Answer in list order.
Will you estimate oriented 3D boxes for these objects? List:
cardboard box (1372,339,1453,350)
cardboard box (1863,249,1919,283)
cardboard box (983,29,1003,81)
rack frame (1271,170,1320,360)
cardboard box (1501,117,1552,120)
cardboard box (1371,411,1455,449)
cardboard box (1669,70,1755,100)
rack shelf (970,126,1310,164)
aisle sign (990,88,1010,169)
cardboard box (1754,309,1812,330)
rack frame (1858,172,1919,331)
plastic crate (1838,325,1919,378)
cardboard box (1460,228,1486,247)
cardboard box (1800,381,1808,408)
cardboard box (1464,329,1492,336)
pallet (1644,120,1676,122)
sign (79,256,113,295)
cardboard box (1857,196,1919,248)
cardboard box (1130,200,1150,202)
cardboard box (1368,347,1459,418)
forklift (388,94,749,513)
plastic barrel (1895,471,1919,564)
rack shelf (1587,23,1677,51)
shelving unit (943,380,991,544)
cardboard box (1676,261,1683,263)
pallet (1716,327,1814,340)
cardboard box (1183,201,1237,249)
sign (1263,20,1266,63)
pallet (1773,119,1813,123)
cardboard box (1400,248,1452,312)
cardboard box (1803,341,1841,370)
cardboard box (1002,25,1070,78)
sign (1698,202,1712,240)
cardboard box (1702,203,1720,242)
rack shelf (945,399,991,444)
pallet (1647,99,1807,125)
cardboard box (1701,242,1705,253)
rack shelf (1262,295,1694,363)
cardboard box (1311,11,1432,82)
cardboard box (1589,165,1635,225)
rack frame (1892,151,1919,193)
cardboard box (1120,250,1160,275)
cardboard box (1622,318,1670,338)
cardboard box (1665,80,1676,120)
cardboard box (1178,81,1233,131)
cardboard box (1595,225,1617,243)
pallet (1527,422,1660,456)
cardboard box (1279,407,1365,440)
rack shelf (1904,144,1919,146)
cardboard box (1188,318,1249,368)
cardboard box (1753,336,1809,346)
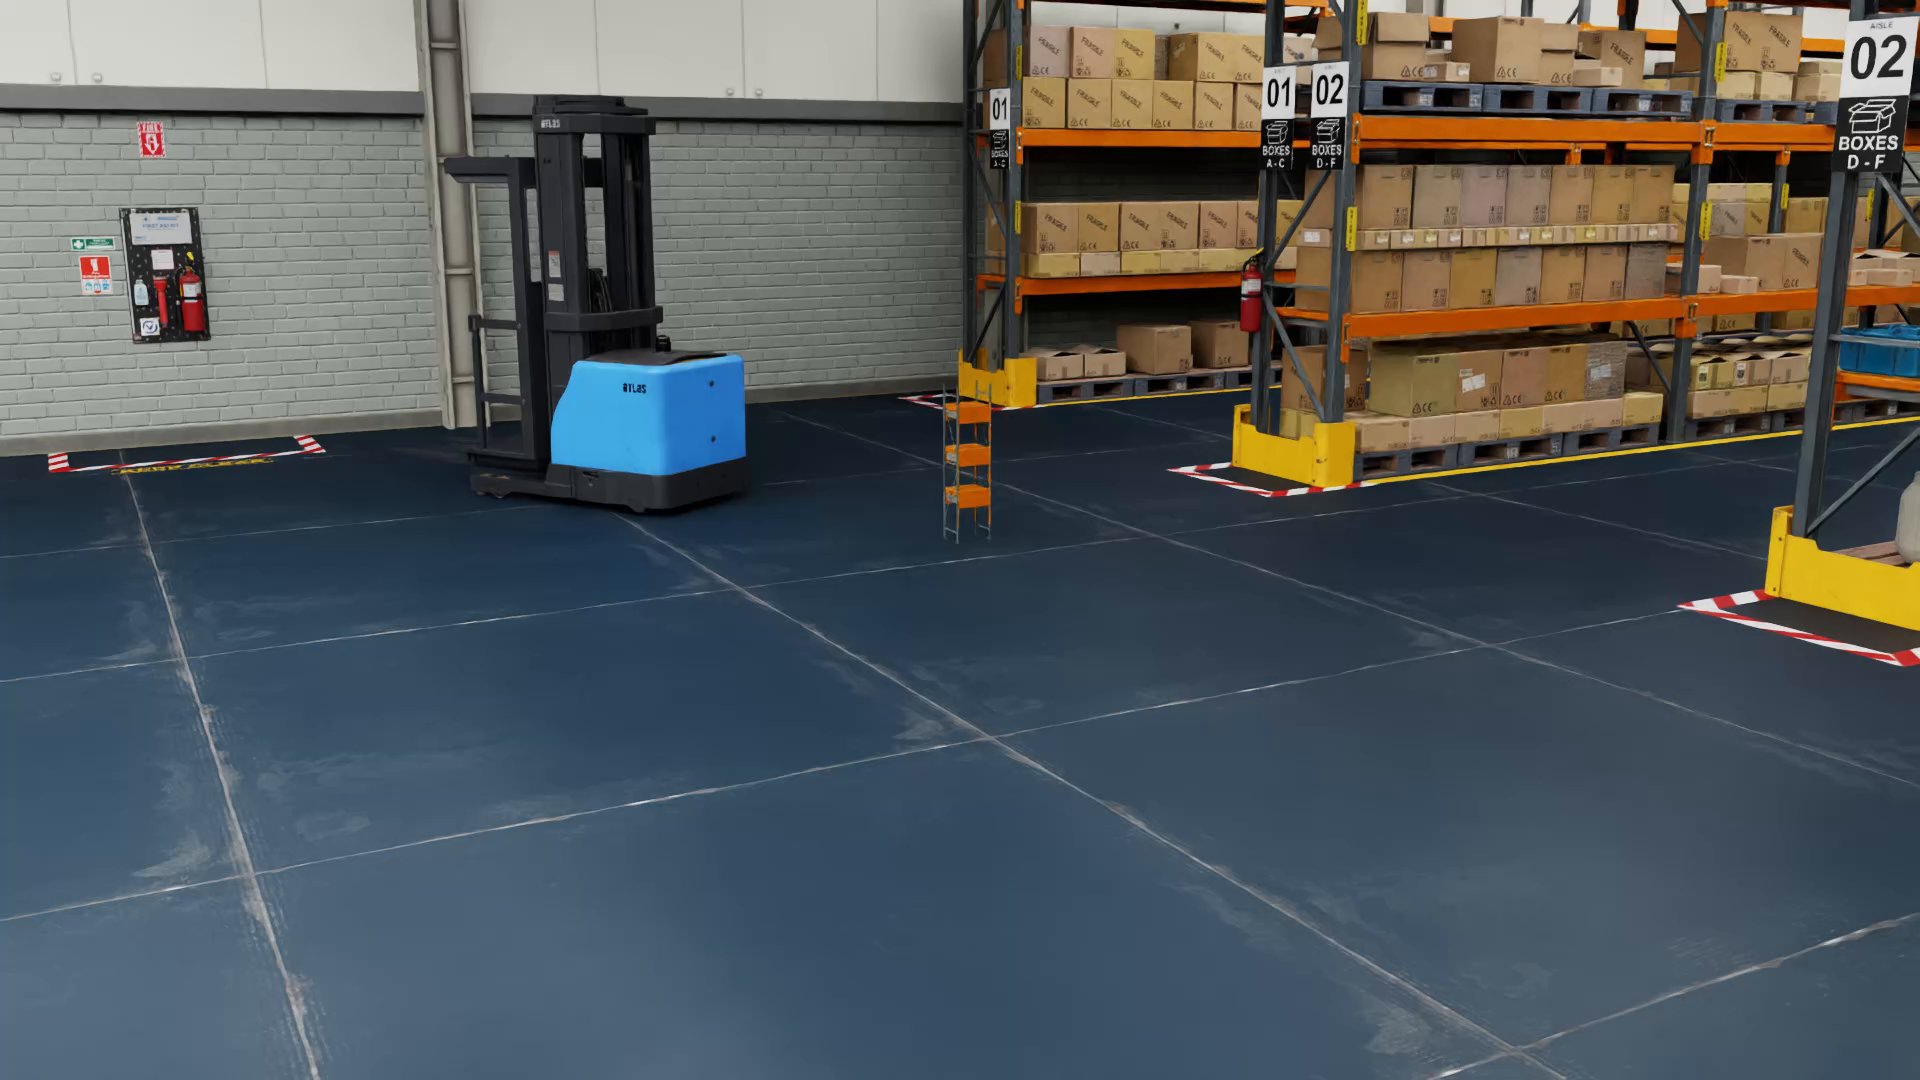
[{"bbox_3d":[3.898,-1.450,14.319,0.500,0.500,0.500,-7,14,-28],"label":"cardboard box"},{"bbox_3d":[9.381,-2.767,16.777,0.500,0.311,0.500,-6,14,-24],"label":"cardboard box"},{"bbox_3d":[0.576,-5.059,17.373,0.500,0.500,0.500,-6,14,-25],"label":"cardboard box"},{"bbox_3d":[3.833,-3.374,19.270,0.127,3.000,1.000,-7,14,-28],"label":"rack frame"},{"bbox_3d":[6.842,-5.097,20.250,0.500,0.311,0.500,-7,14,-28],"label":"cardboard box"},{"bbox_3d":[3.714,-0.929,13.713,0.500,0.250,0.500,-7,14,-28],"label":"cardboard box"},{"bbox_3d":[6.756,-4.078,14.951,0.500,0.250,0.500,-5,14,-22],"label":"cardboard box"},{"bbox_3d":[2.078,-4.276,18.085,4.000,0.370,1.077,-7,14,-28],"label":"rack shelf"},{"bbox_3d":[0.403,-4.156,16.824,0.004,0.787,0.394,-7,14,-28],"label":"aisle sign"},{"bbox_3d":[11.561,-3.260,23.500,0.500,0.500,0.700,-7,14,-27],"label":"cardboard box"},{"bbox_3d":[9.721,-2.841,16.899,0.127,3.000,1.000,-7,14,-28],"label":"rack frame"},{"bbox_3d":[5.365,-1.082,9.423,0.616,0.251,0.499,-7,14,-28],"label":"plastic crate"},{"bbox_3d":[4.052,-2.473,13.561,0.250,0.149,0.380,-7,15,-30],"label":"cardboard box"},{"bbox_3d":[8.033,-1.440,15.981,0.500,0.250,0.500,-7,14,-27],"label":"cardboard box"},{"bbox_3d":[6.230,-2.672,20.843,0.500,0.500,0.700,-7,14,-28],"label":"cardboard box"},{"bbox_3d":[8.864,-5.362,21.703,1.213,0.211,1.003,-6,14,-25],"label":"pallet"},{"bbox_3d":[-7.466,-2.289,14.367,0.234,0.329,0.001,-7,14,-28],"label":"sign"},{"bbox_3d":[13.290,-4.649,24.250,0.700,0.700,0.980,-7,14,-28],"label":"cardboard box"},{"bbox_3d":[1.975,-3.506,18.442,0.500,0.500,0.500,-7,14,-27],"label":"cardboard box"},{"bbox_3d":[3.715,-1.295,13.629,0.500,0.500,0.500,-7,14,-28],"label":"cardboard box"},{"bbox_3d":[-3.121,-1.837,12.597,3.031,2.935,1.130,7,15,30],"label":"forklift"},{"bbox_3d":[5.610,-0.119,9.517,0.421,0.512,0.421,0,13,0],"label":"plastic barrel"},{"bbox_3d":[9.100,-6.386,21.539,4.000,0.370,1.077,-7,14,-28],"label":"rack shelf"},{"bbox_3d":[0.047,-0.518,11.019,0.252,1.050,0.215,-7,14,-28],"label":"shelving unit"},{"bbox_3d":[6.894,-2.482,15.613,0.258,0.266,0.396,-7,15,-29],"label":"cardboard box"},{"bbox_3d":[11.560,-2.920,23.604,1.213,0.211,1.003,-7,14,-28],"label":"pallet"},{"bbox_3d":[2.684,-3.463,18.252,0.500,0.500,0.500,-7,15,-29],"label":"cardboard box"},{"bbox_3d":[2.452,-3.962,13.213,0.005,0.325,0.100,-7,14,-28],"label":"sign"},{"bbox_3d":[11.578,-5.720,23.063,1.213,0.211,1.003,-7,14,-28],"label":"pallet"},{"bbox_3d":[3.574,-2.151,13.606,0.500,0.500,0.700,-6,14,-26],"label":"cardboard box"},{"bbox_3d":[8.482,-1.767,16.156,0.500,0.311,0.500,-7,14,-28],"label":"cardboard box"},{"bbox_3d":[0.777,-4.957,16.920,0.500,0.500,0.500,-8,15,-32],"label":"cardboard box"},{"bbox_3d":[6.478,-2.774,14.451,0.005,0.325,0.100,-7,14,-28],"label":"sign"},{"bbox_3d":[9.683,-4.215,22.058,0.500,0.500,0.500,-7,14,-28],"label":"cardboard box"},{"bbox_3d":[0.047,-0.784,10.959,0.240,0.259,0.215,-7,14,-28],"label":"rack shelf"},{"bbox_3d":[6.978,-3.885,15.145,1.217,0.209,0.805,-8,15,-30],"label":"pallet"},{"bbox_3d":[9.785,-3.911,22.183,0.250,0.149,0.380,-7,14,-28],"label":"cardboard box"},{"bbox_3d":[4.455,-1.858,14.174,4.000,0.370,1.077,-7,14,-28],"label":"rack shelf"},{"bbox_3d":[3.206,-3.846,13.023,0.637,0.503,0.797,-6,14,-24],"label":"cardboard box"},{"bbox_3d":[5.381,-3.000,14.426,0.500,0.500,0.700,-7,14,-28],"label":"cardboard box"},{"bbox_3d":[14.366,-4.636,24.879,0.127,3.000,1.000,-7,14,-28],"label":"rack frame"},{"bbox_3d":[1.802,-2.990,17.858,0.500,0.250,0.500,-7,15,-29],"label":"cardboard box"},{"bbox_3d":[8.825,-3.094,21.965,0.750,0.750,0.750,-7,14,-28],"label":"cardboard box"},{"bbox_3d":[9.102,-5.760,21.809,0.500,0.500,0.700,-7,14,-28],"label":"cardboard box"},{"bbox_3d":[2.590,-4.679,17.963,0.500,0.500,0.500,-7,15,-30],"label":"cardboard box"},{"bbox_3d":[5.398,-2.634,14.275,0.250,0.149,0.380,-7,14,-28],"label":"cardboard box"},{"bbox_3d":[5.492,-0.984,15.000,1.213,0.211,1.003,-7,14,-28],"label":"pallet"},{"bbox_3d":[3.028,-0.976,13.919,0.500,0.250,0.500,-7,14,-28],"label":"cardboard box"},{"bbox_3d":[11.477,-4.163,17.584,4.000,0.370,1.077,-7,14,-28],"label":"rack shelf"},{"bbox_3d":[2.942,-2.252,18.977,0.500,0.500,0.500,-8,15,-32],"label":"cardboard box"},{"bbox_3d":[8.215,-1.869,16.611,0.500,0.311,0.500,-7,15,-29],"label":"cardboard box"}]
